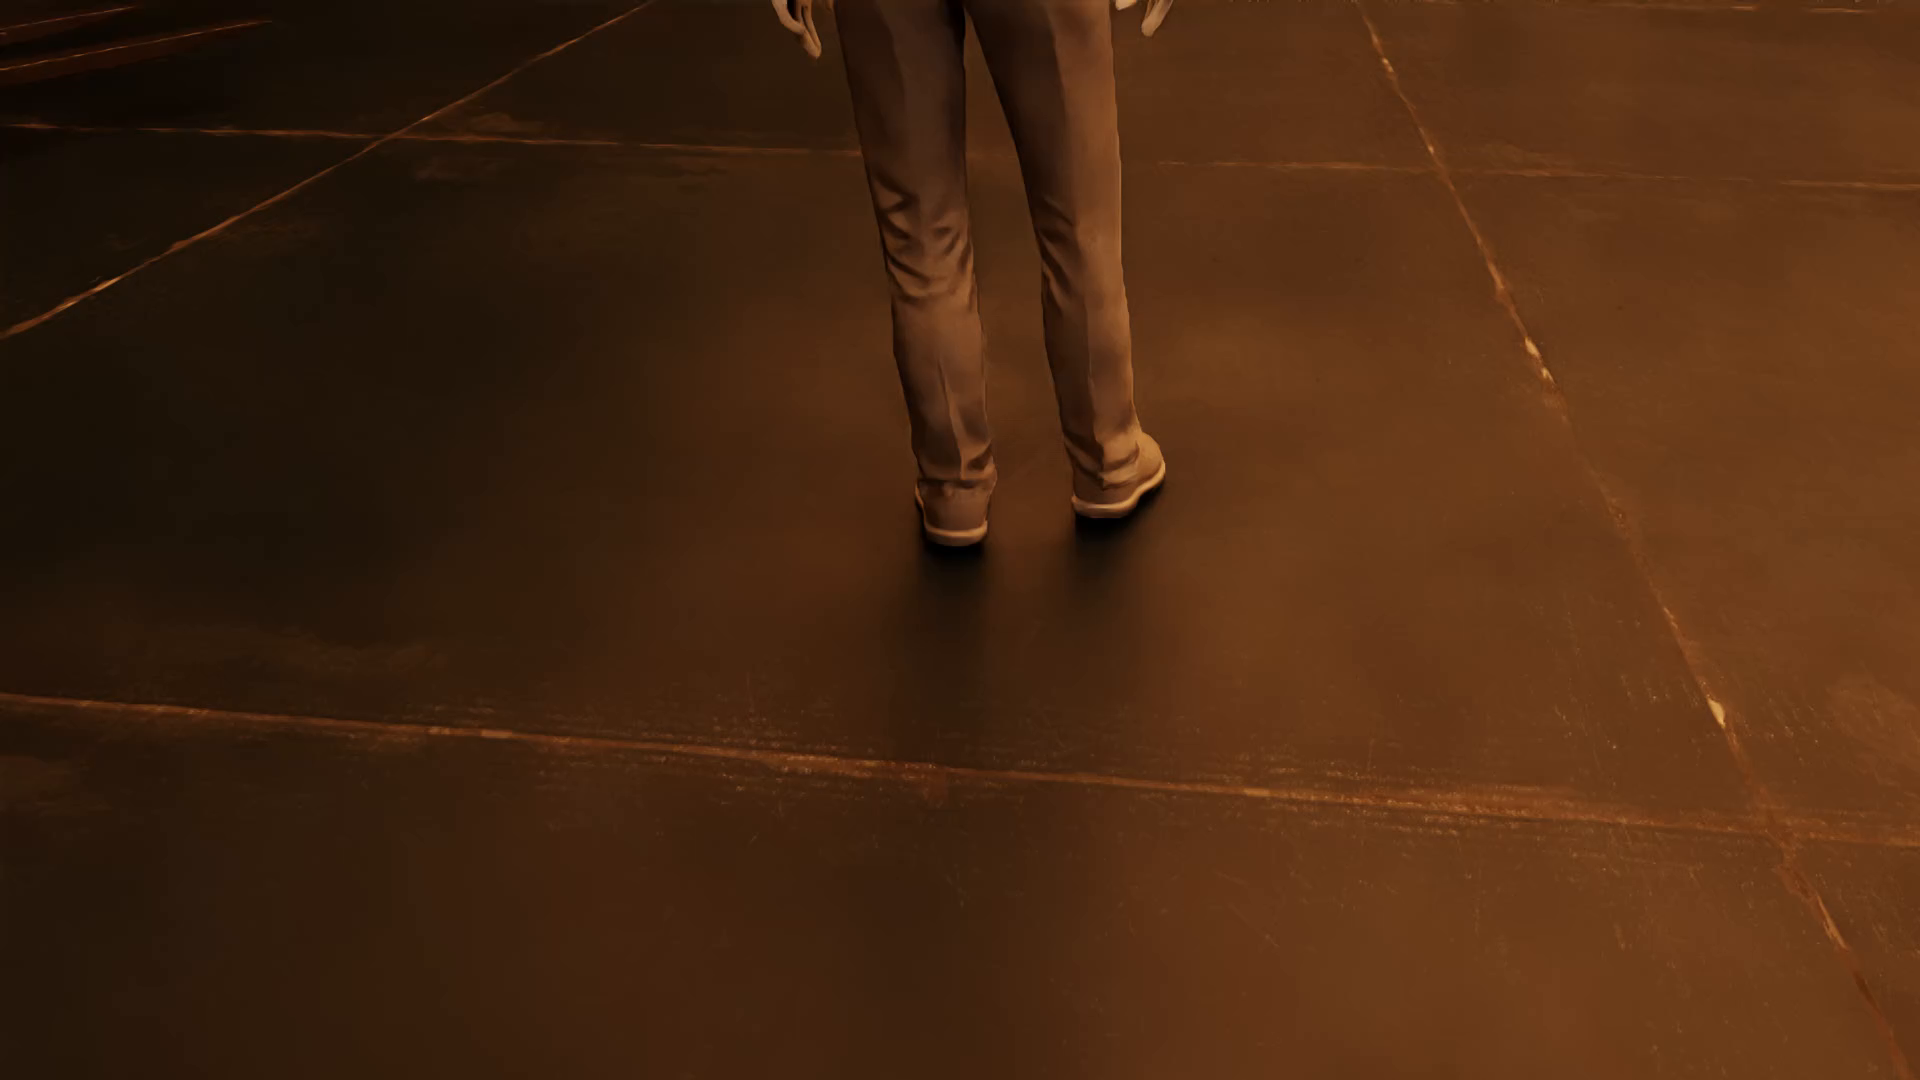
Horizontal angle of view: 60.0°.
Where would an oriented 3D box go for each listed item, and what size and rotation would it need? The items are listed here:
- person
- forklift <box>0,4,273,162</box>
[{"bbox_3d":[0.016,-0.793,2.179,0.586,1.691,0.533,3,27,7],"label":"person"},{"bbox_3d":[-3.210,-2.259,3.745,1.130,2.935,3.031,13,29,24],"label":"forklift"}]
